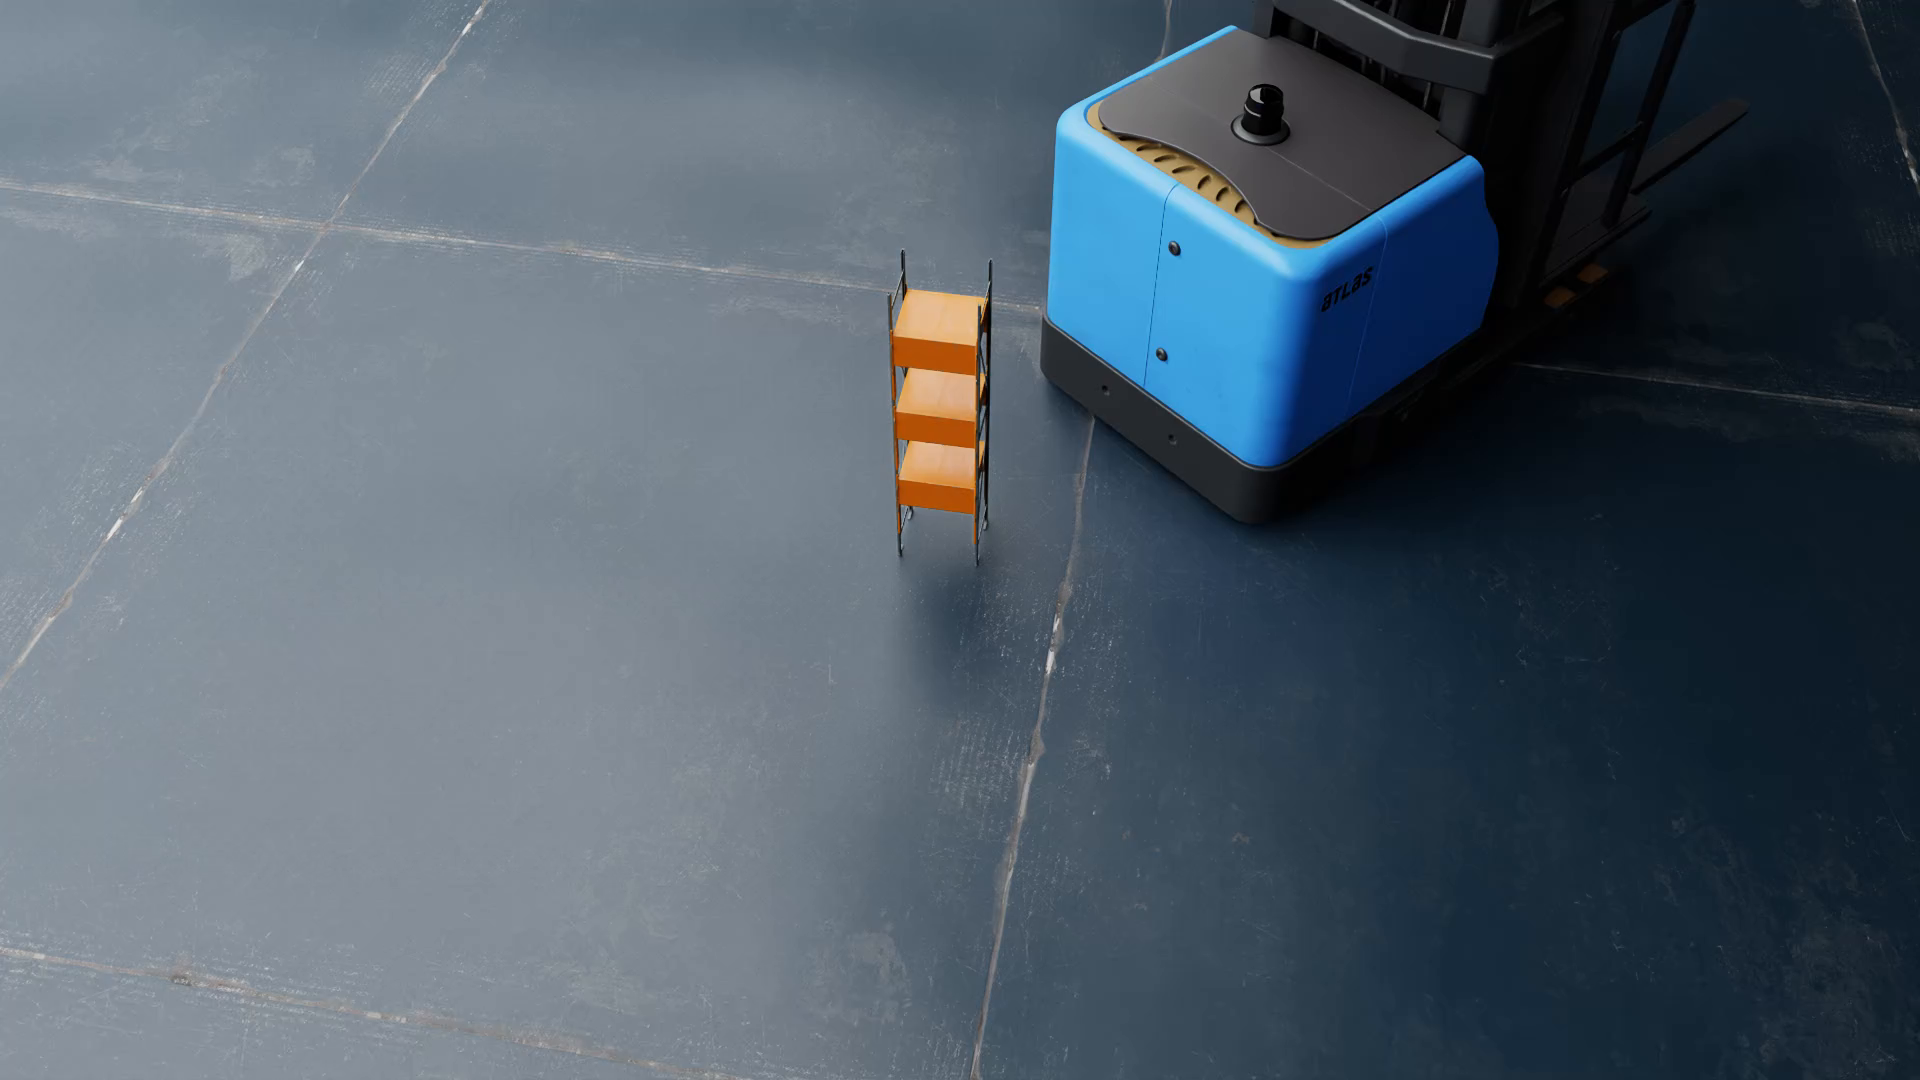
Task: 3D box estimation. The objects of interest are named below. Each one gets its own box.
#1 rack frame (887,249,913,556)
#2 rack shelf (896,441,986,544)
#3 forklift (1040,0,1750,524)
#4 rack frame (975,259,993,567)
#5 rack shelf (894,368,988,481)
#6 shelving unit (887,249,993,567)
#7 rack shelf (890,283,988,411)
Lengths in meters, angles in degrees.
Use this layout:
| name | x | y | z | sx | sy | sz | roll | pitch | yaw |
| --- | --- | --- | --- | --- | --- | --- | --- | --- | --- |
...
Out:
| name | x | y | z | sx | sy | sz | roll | pitch | yaw |
| --- | --- | --- | --- | --- | --- | --- | --- | --- | --- |
| rack frame | -0.173 | -0.374 | 4.880 | 0.008 | 1.050 | 0.200 | 8 | 49 | 7 |
| rack shelf | -0.053 | -0.165 | 5.080 | 0.240 | 0.259 | 0.215 | 8 | 49 | 7 |
| forklift | 1.718 | -1.979 | 5.058 | 3.031 | 2.935 | 1.130 | -33 | 56 | -26 |
| rack frame | 0.067 | -0.342 | 4.851 | 0.008 | 1.050 | 0.200 | 8 | 49 | 7 |
| rack shelf | -0.053 | -0.351 | 4.874 | 0.240 | 0.259 | 0.215 | 8 | 49 | 7 |
| shelving unit | -0.053 | -0.358 | 4.866 | 0.252 | 1.050 | 0.215 | 8 | 49 | 7 |
| rack shelf | -0.053 | -0.541 | 4.663 | 0.240 | 0.259 | 0.215 | 8 | 49 | 7 |
